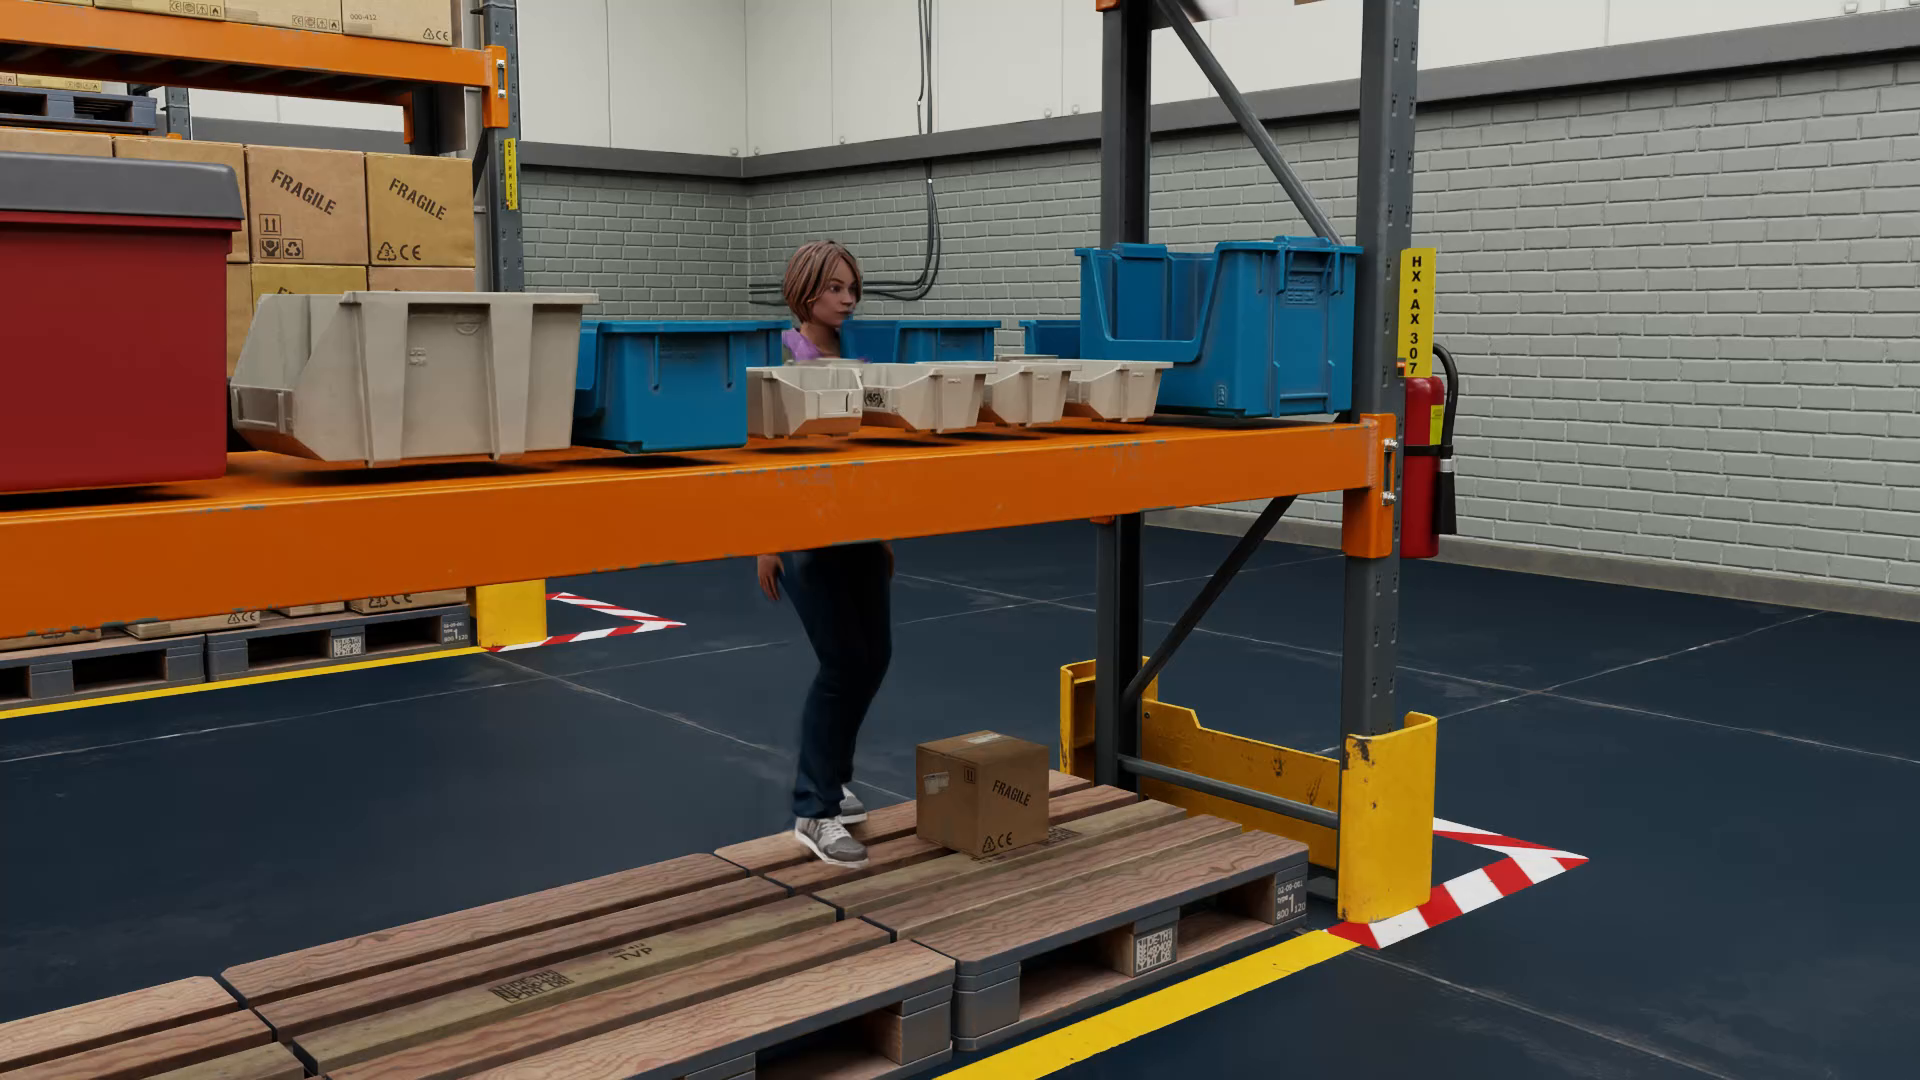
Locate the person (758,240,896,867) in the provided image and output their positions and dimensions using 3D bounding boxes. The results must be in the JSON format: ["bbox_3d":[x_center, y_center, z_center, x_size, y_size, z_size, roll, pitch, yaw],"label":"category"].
[{"bbox_3d":[-0.301,0.010,4.350,0.487,1.572,0.444,7,10,42],"label":"person"}]
